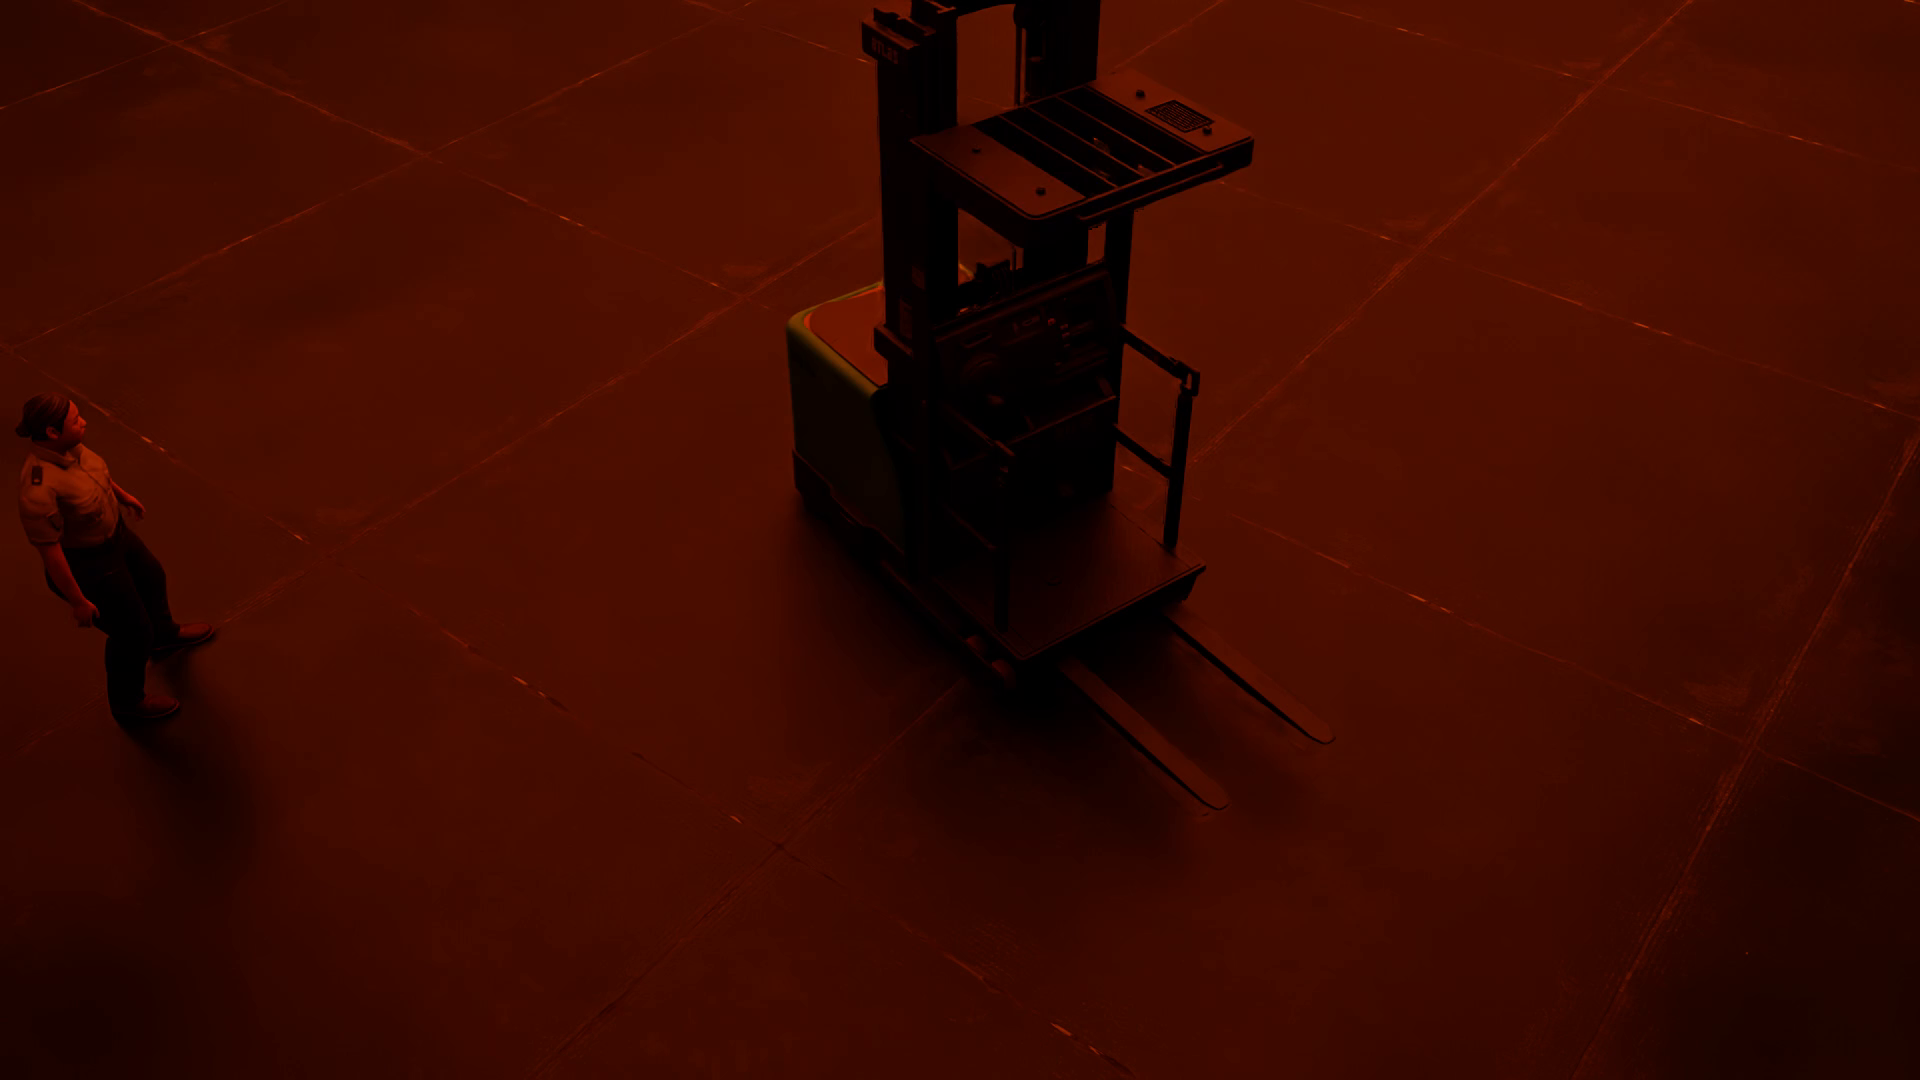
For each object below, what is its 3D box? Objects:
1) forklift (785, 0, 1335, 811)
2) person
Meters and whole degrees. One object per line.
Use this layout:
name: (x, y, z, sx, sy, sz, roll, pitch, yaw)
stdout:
forklift: (0.422, -0.776, 6.984, 1.130, 2.935, 3.031, -25, 47, -27)
person: (-3.631, 0.042, 7.034, 0.398, 1.627, 0.722, -8, 41, -10)
